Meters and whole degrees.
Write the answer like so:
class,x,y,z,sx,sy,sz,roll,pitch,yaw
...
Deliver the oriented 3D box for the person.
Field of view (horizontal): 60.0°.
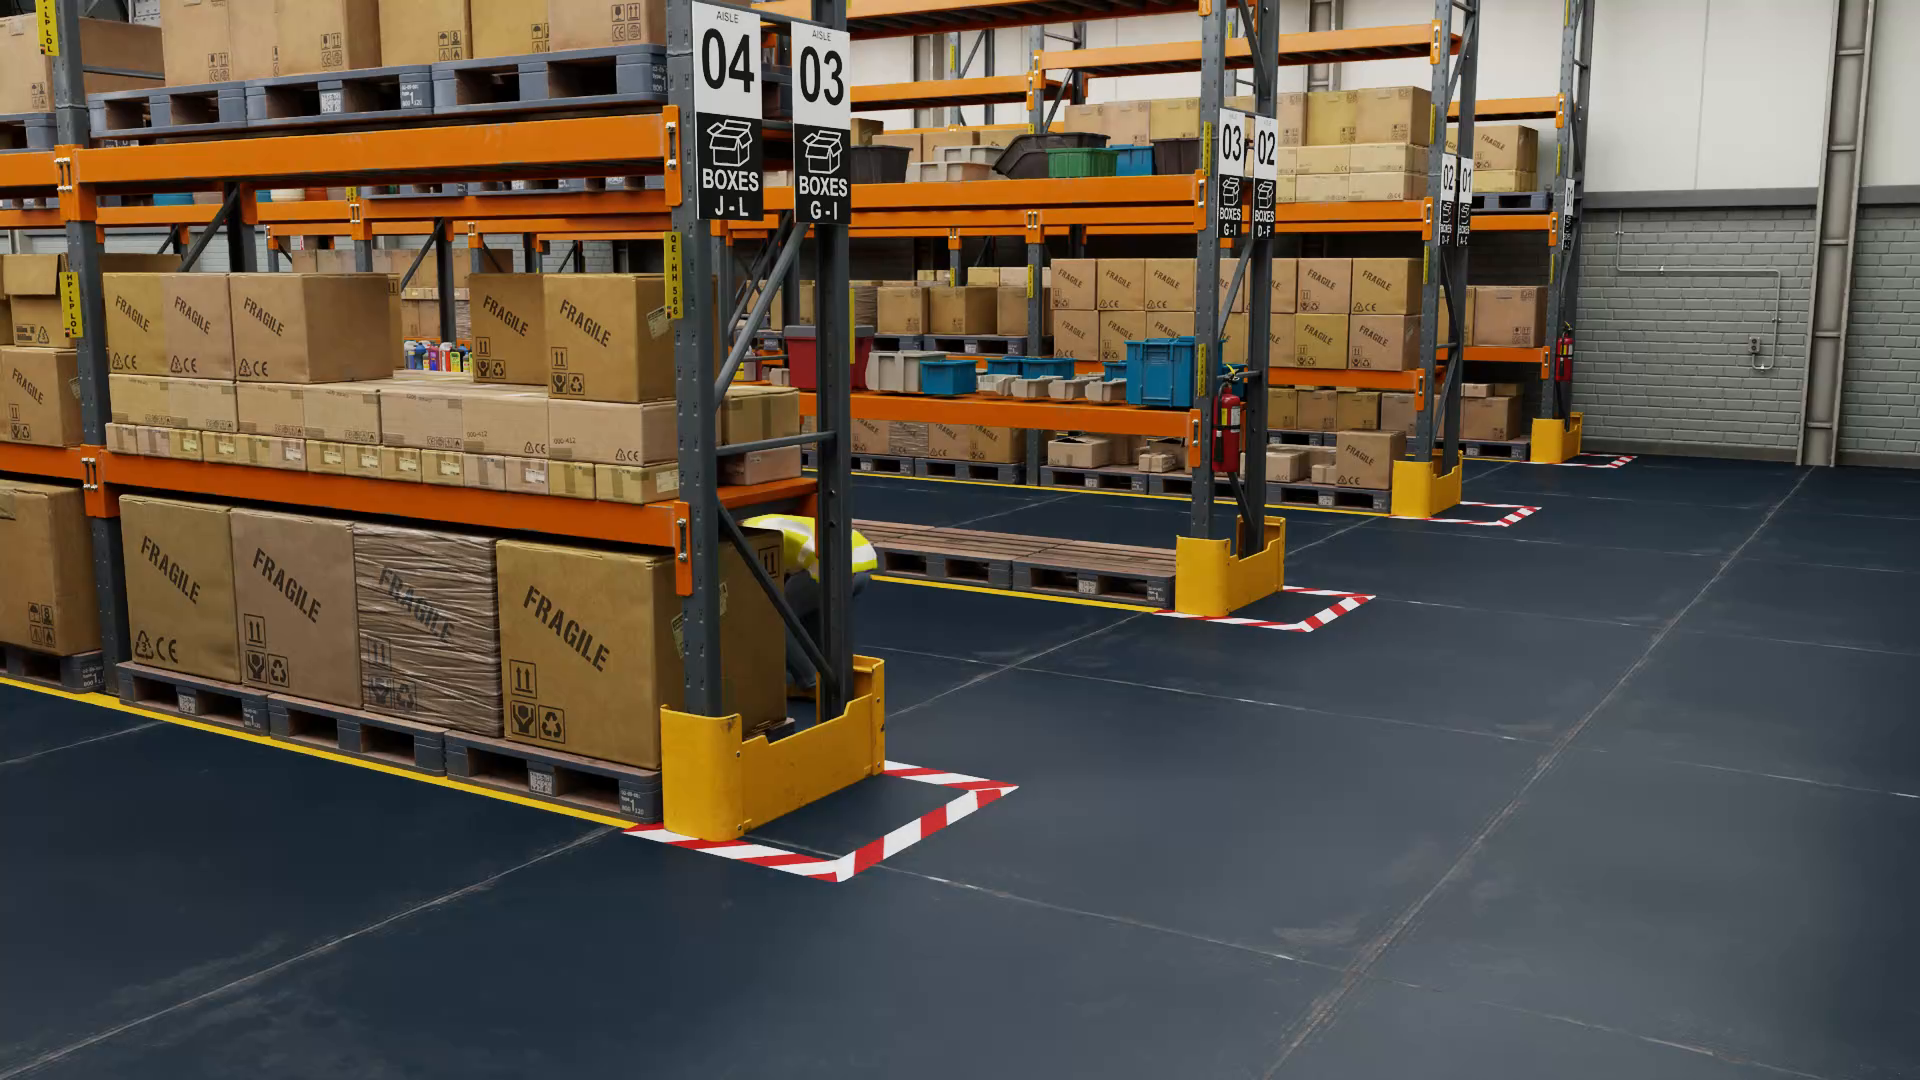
class,x,y,z,sx,sy,sz,roll,pitch,yaw
person,-0.913,0.298,8.811,0.960,1.016,0.523,5,11,28
